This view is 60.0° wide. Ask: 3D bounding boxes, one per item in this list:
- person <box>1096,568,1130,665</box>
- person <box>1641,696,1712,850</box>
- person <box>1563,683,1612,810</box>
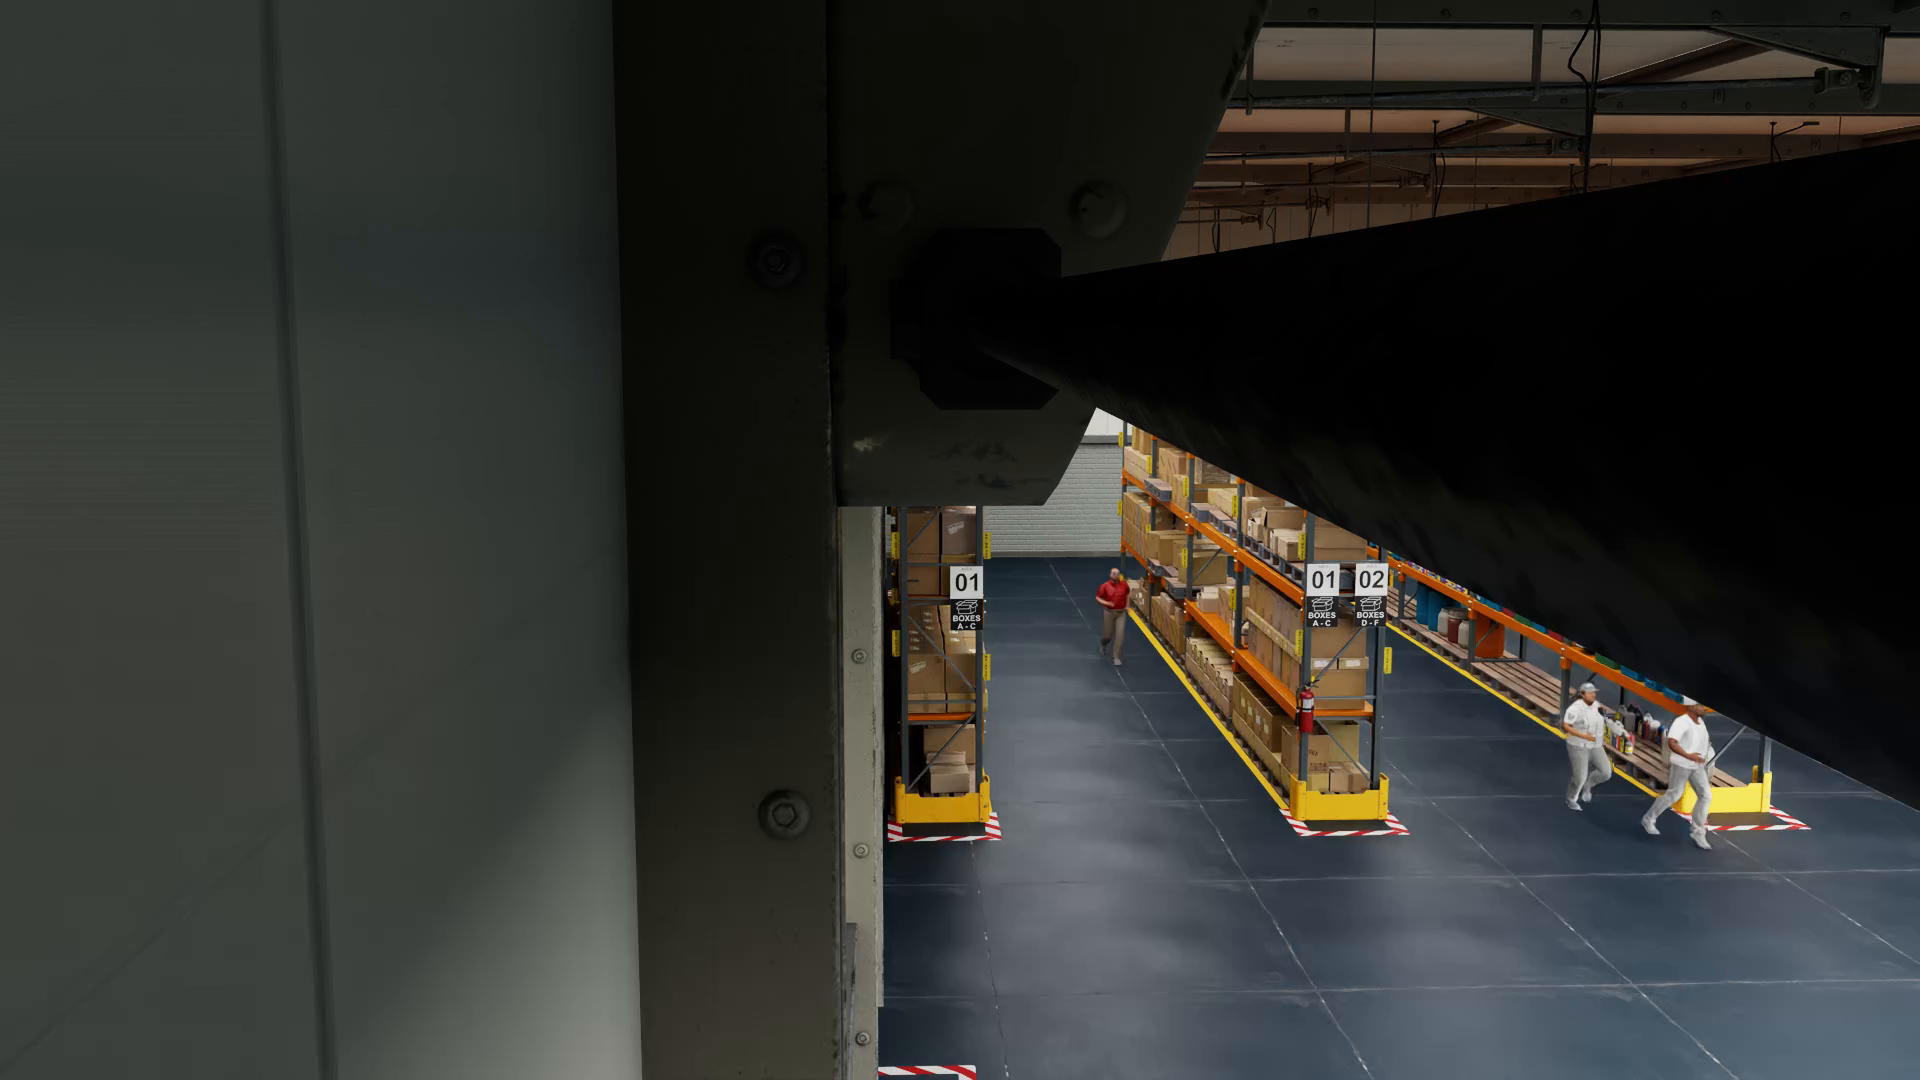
[{"bbox_3d":[2.736,1.331,29.630,0.669,1.696,0.796,-1,8,-10],"label":"person"},{"bbox_3d":[8.662,2.706,19.764,0.759,1.787,0.826,-6,10,-34],"label":"person"},{"bbox_3d":[7.907,2.601,20.919,0.679,1.626,0.552,-3,9,-21],"label":"person"}]
